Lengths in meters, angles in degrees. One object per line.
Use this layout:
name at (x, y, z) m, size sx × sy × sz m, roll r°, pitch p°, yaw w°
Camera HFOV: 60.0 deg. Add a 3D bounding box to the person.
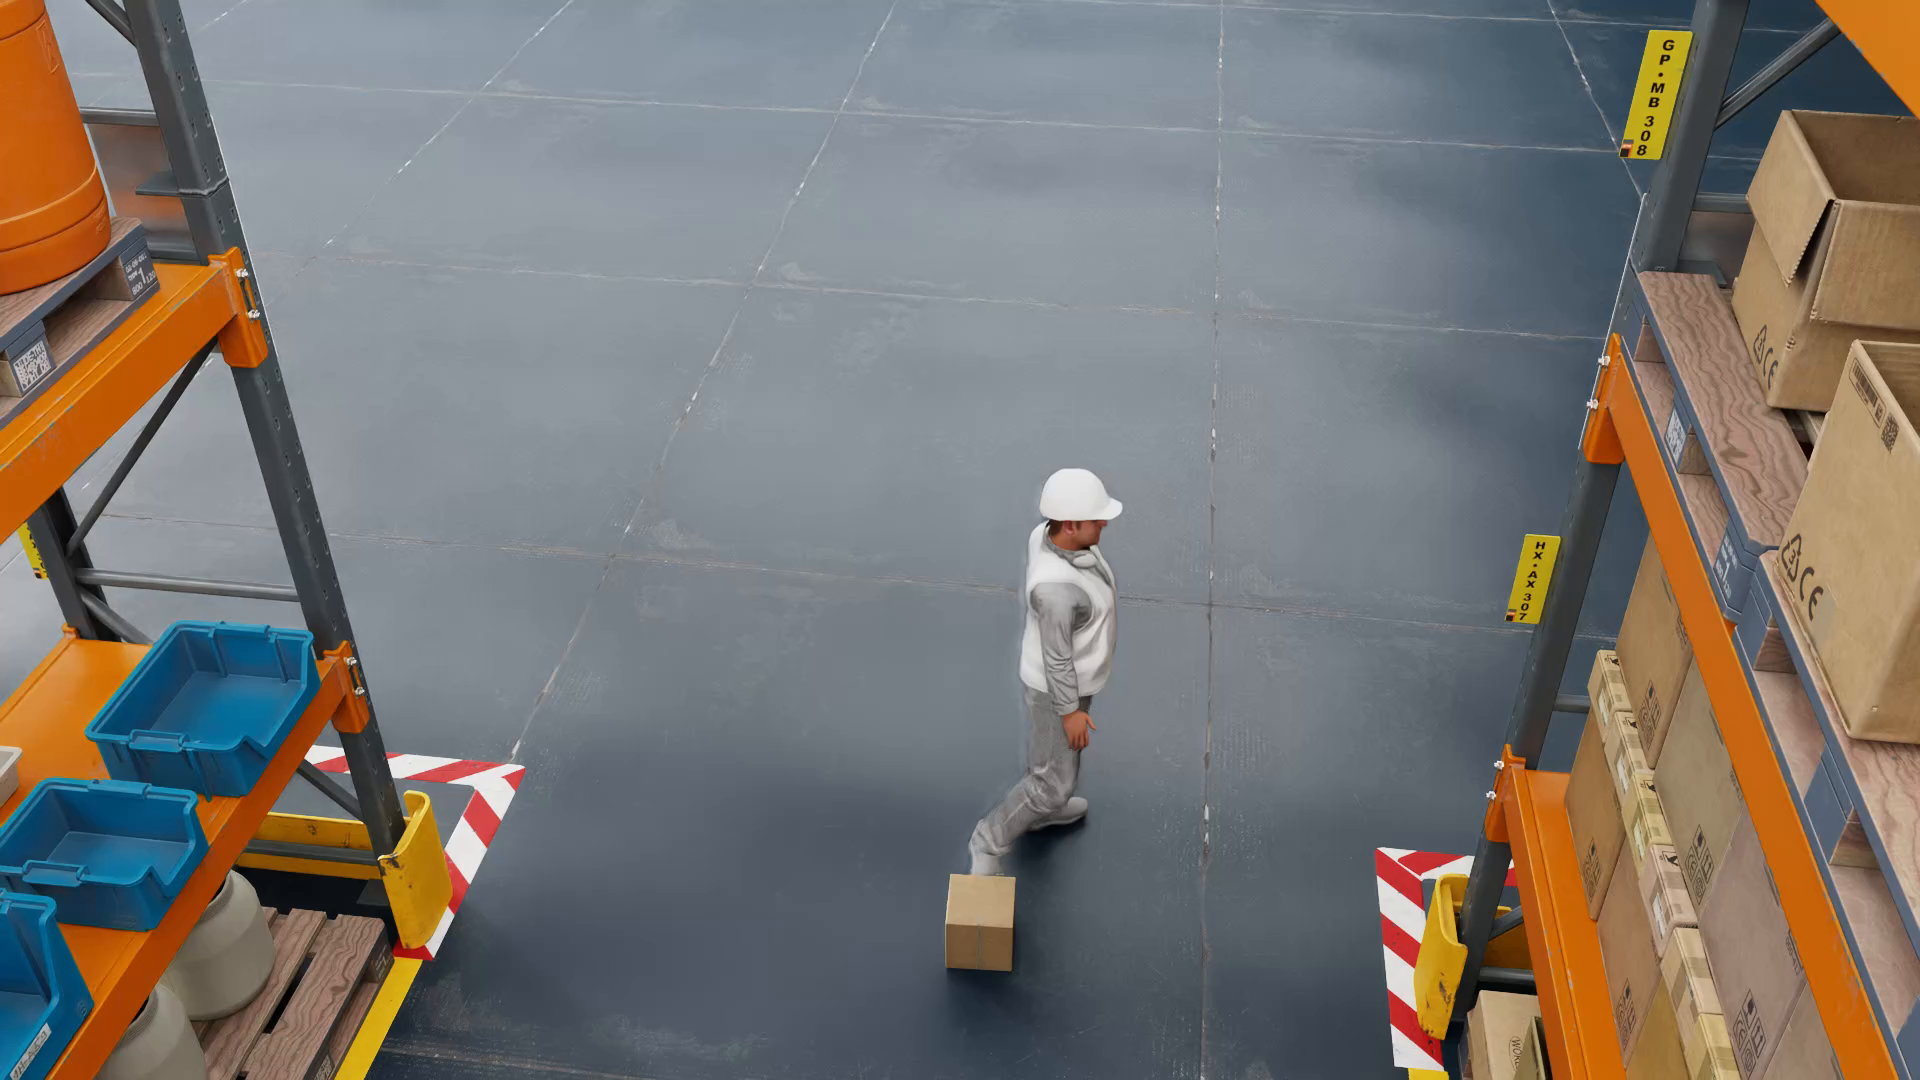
person at (0.309, 0.544, 6.262) m, size 0.524 × 1.765 × 0.727 m, roll 5°, pitch 36°, yaw 6°
